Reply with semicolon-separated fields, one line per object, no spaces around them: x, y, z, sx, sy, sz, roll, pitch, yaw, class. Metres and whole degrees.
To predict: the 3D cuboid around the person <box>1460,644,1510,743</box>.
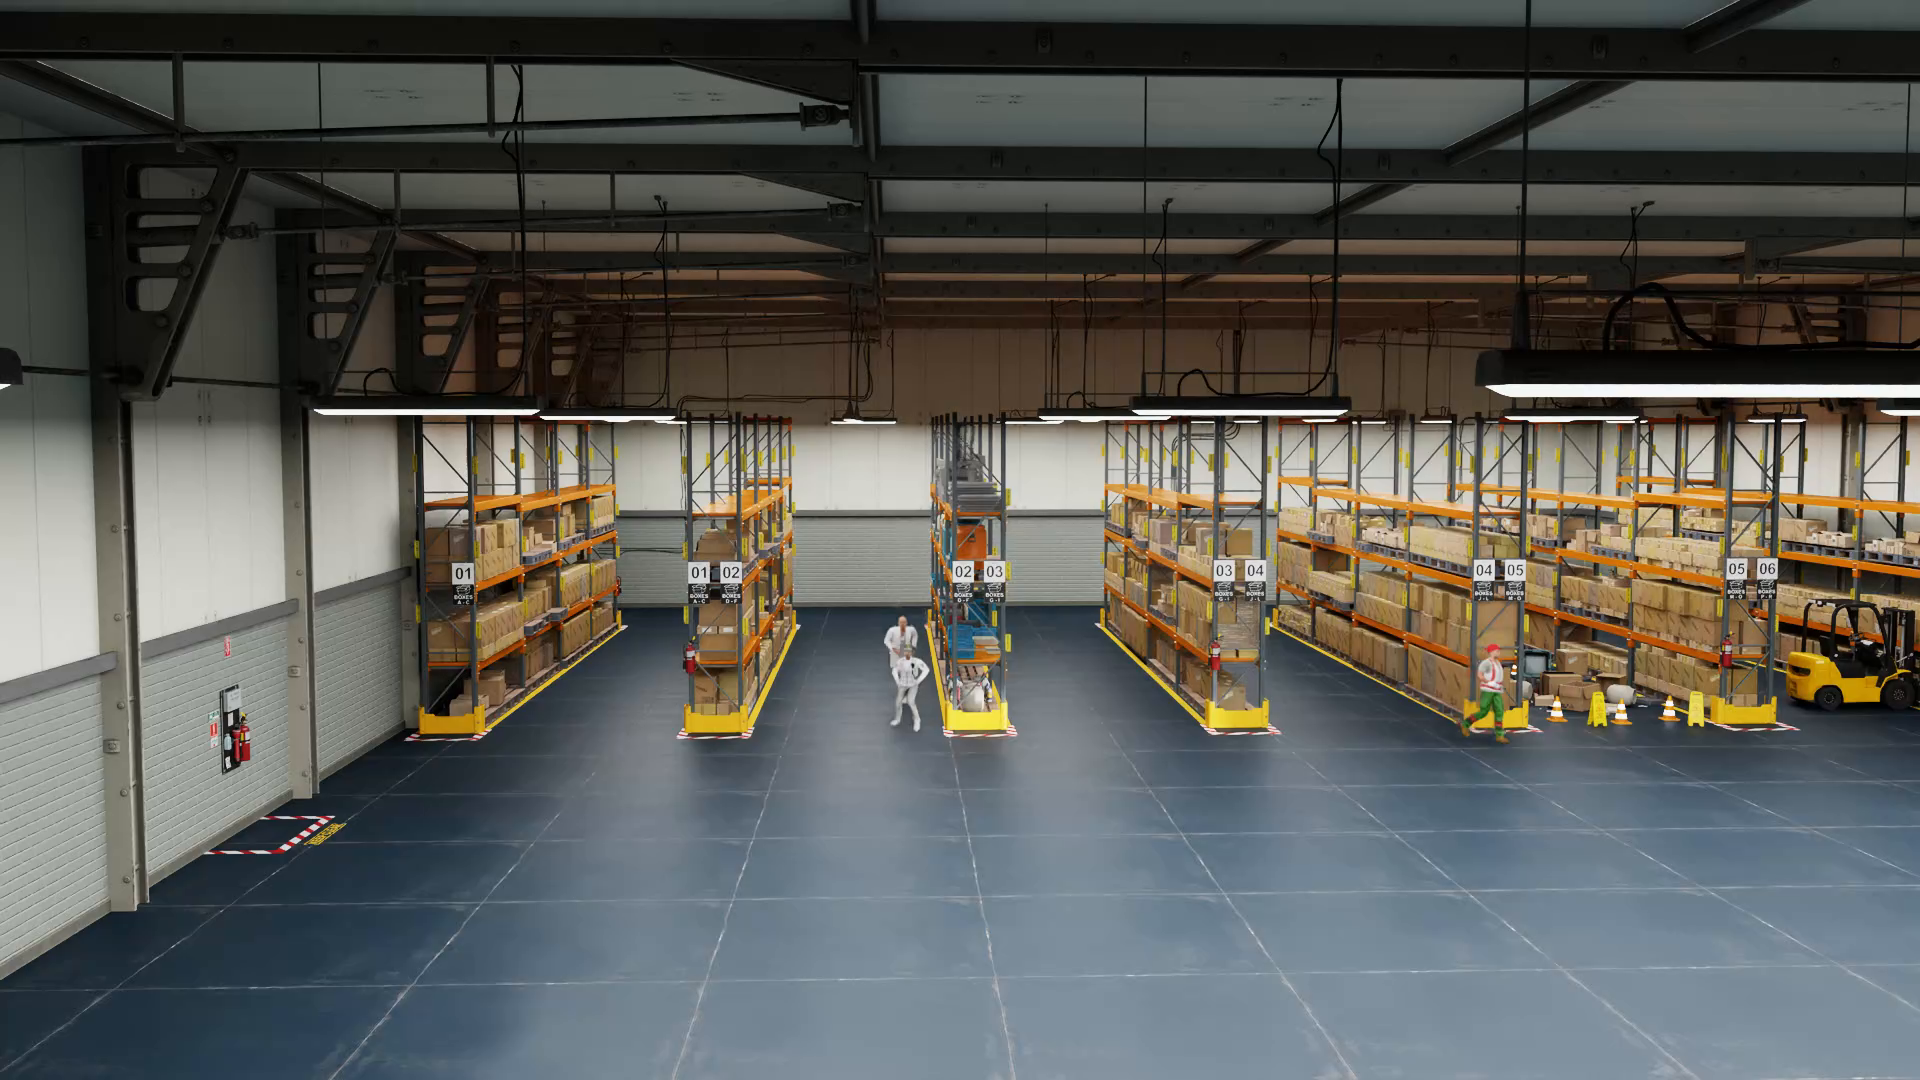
9.694;2.766;30.273;0.717;1.748;0.985;-3;5;-38;person

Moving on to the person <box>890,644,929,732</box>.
-0.987;2.771;31.483;0.786;1.647;0.676;1;4;15;person

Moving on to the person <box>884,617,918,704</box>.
-1.240;2.474;34.963;0.712;1.778;1.188;0;4;-5;person
